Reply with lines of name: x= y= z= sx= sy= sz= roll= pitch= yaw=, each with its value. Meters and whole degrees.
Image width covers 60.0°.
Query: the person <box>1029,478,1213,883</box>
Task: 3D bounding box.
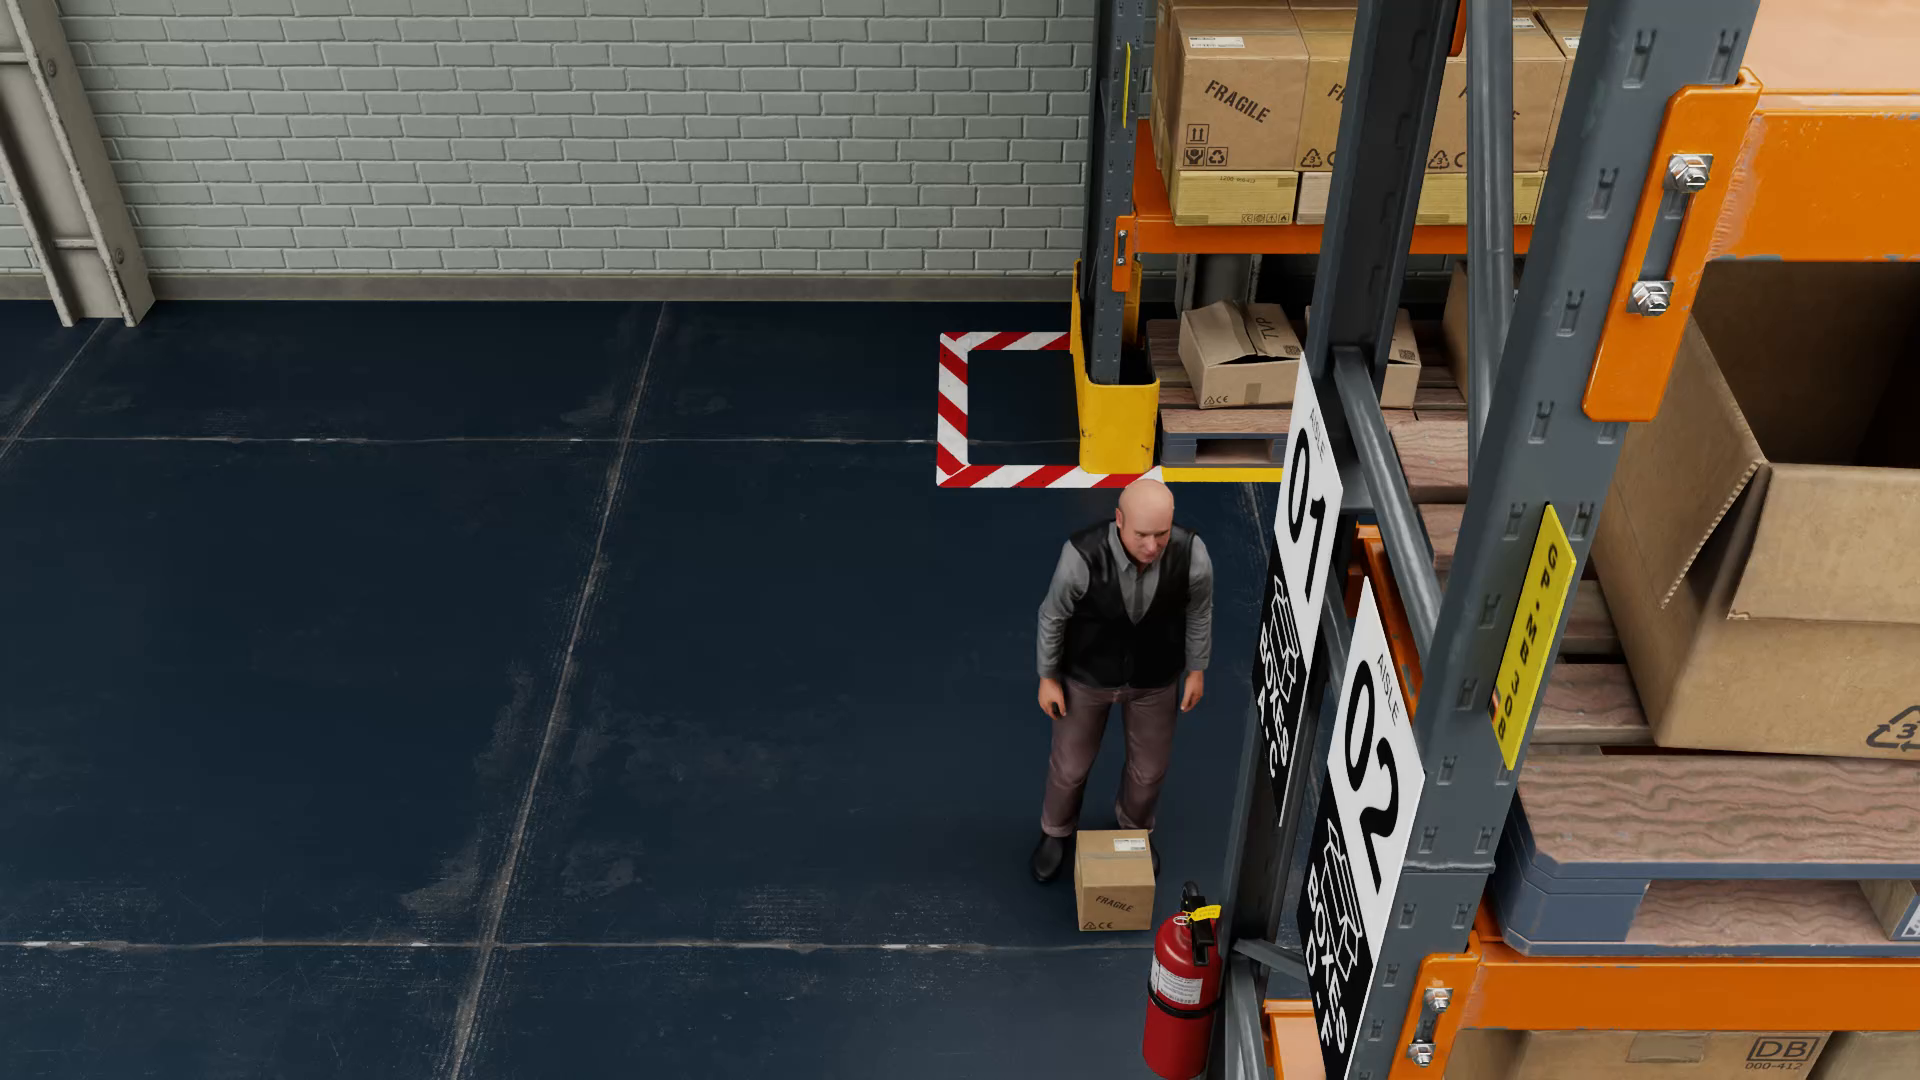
person: x=0.542 y=0.454 z=5.620 sx=0.593 sy=1.720 sz=0.424 roll=-2 pitch=39 yaw=-3
